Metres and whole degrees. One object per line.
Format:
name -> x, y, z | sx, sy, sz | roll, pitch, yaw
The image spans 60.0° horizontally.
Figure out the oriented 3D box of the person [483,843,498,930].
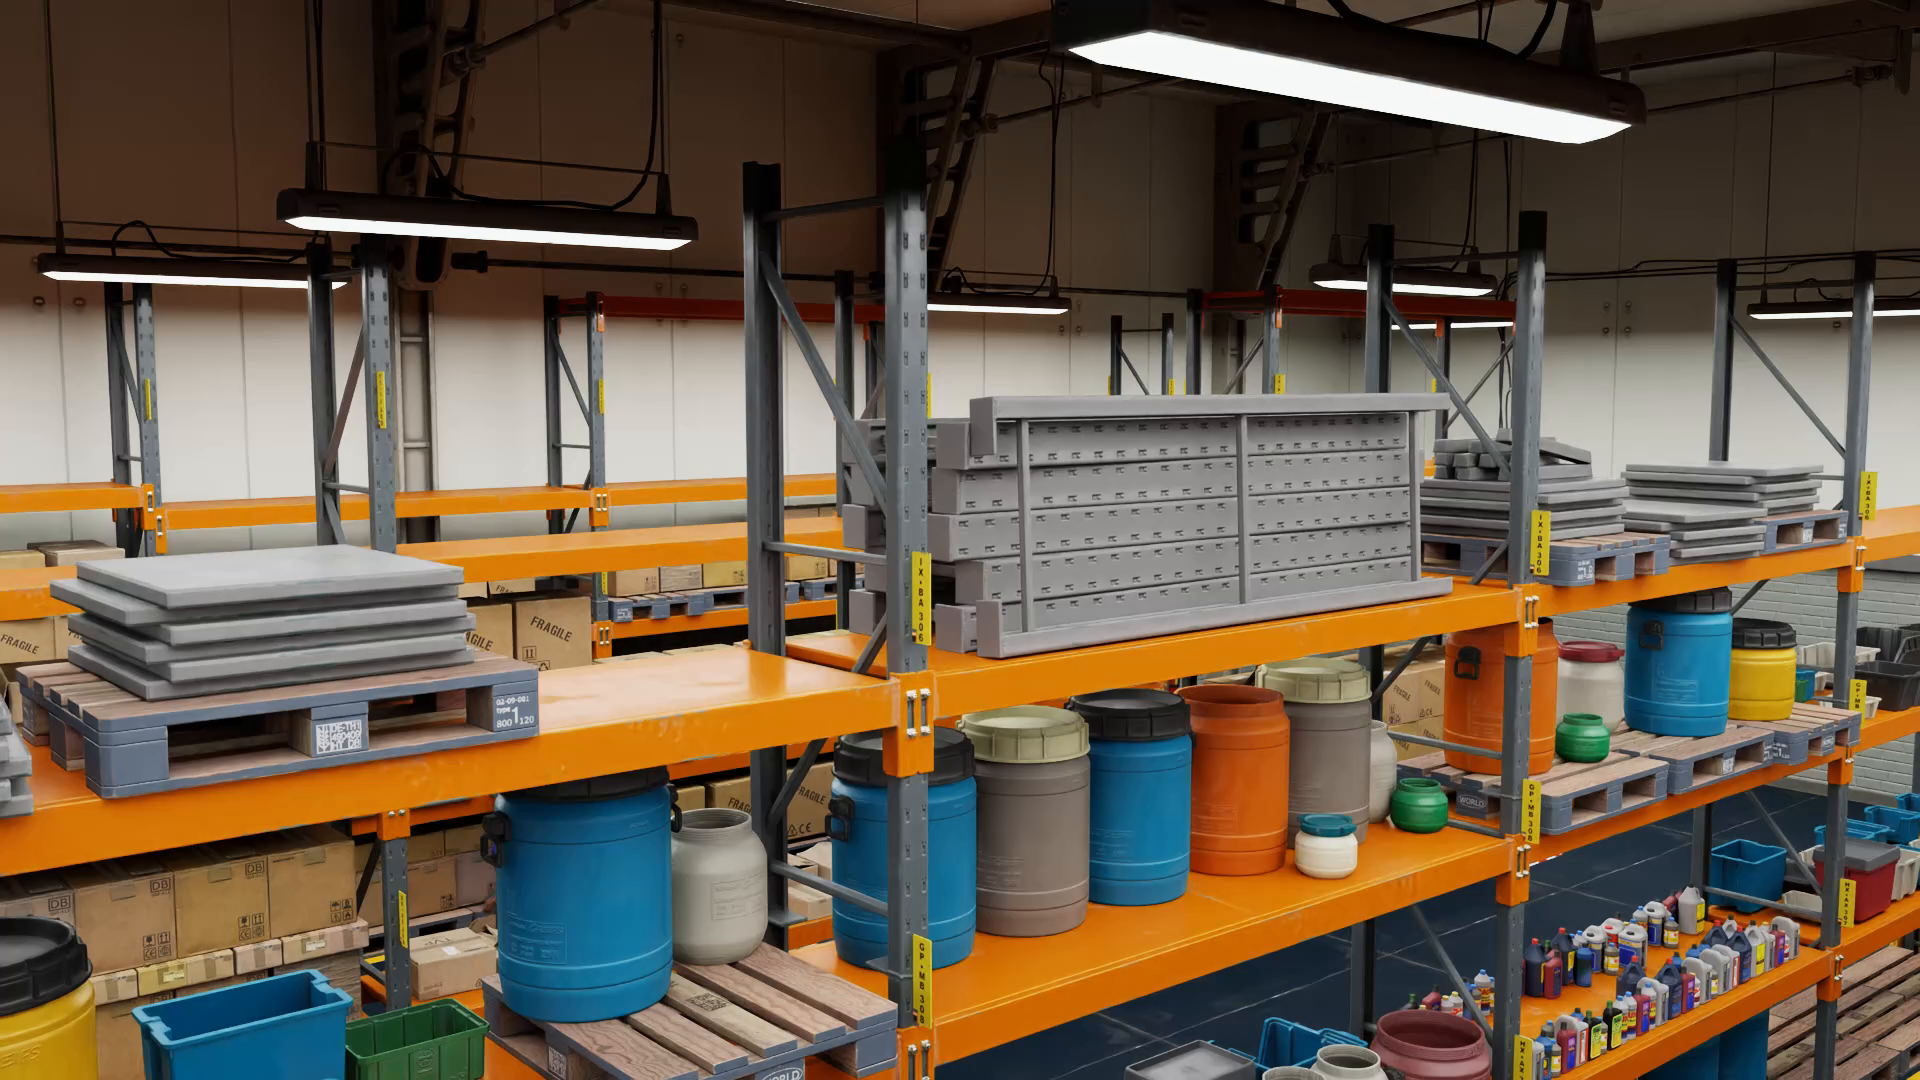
person -> -3.869, 2.989, 14.043 | 0.892, 1.622, 0.468 | -4, 7, -33
